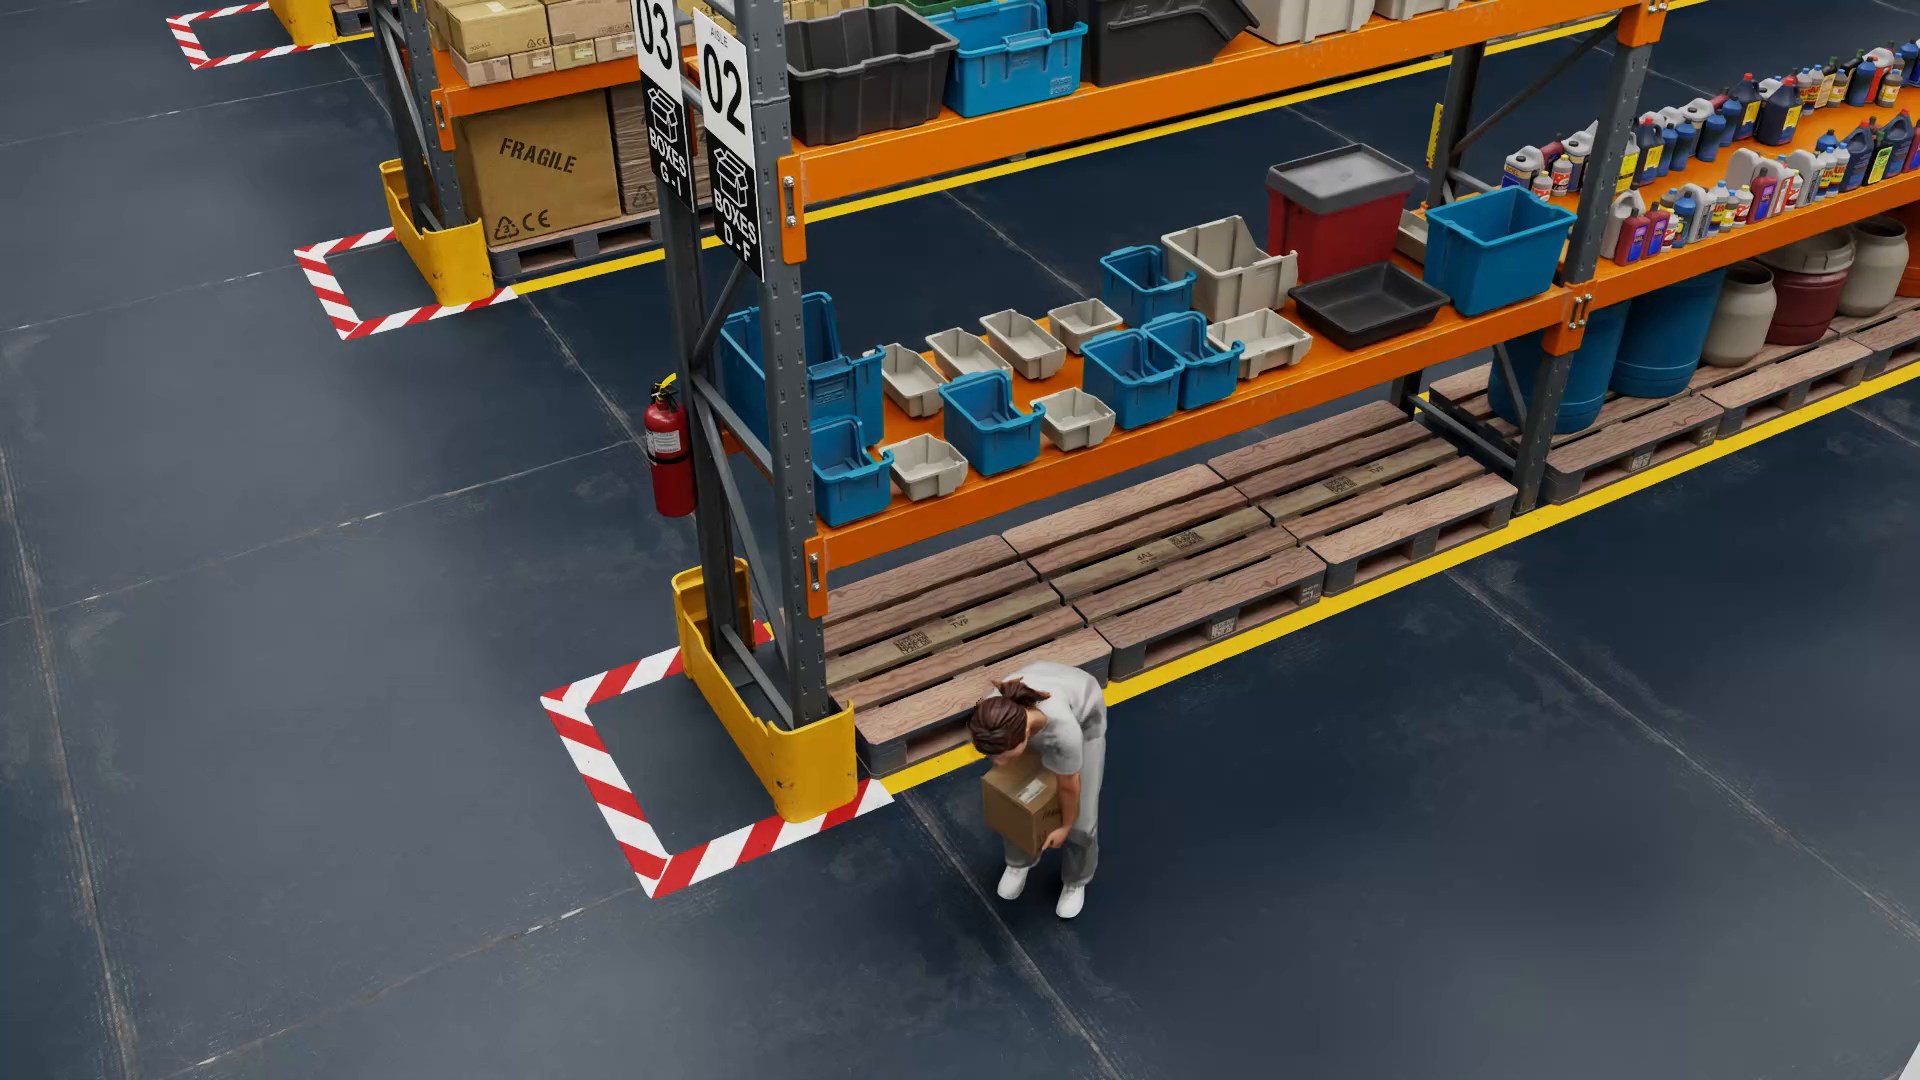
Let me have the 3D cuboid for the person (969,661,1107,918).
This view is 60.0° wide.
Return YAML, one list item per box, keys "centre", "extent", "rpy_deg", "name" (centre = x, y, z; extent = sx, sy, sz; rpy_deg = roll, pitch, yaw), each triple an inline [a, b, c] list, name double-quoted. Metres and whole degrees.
- centre: [0.269, 0.916, 5.990]
  extent: [0.418, 1.343, 0.789]
  rpy_deg: [14, 39, 17]
  name: "person"
